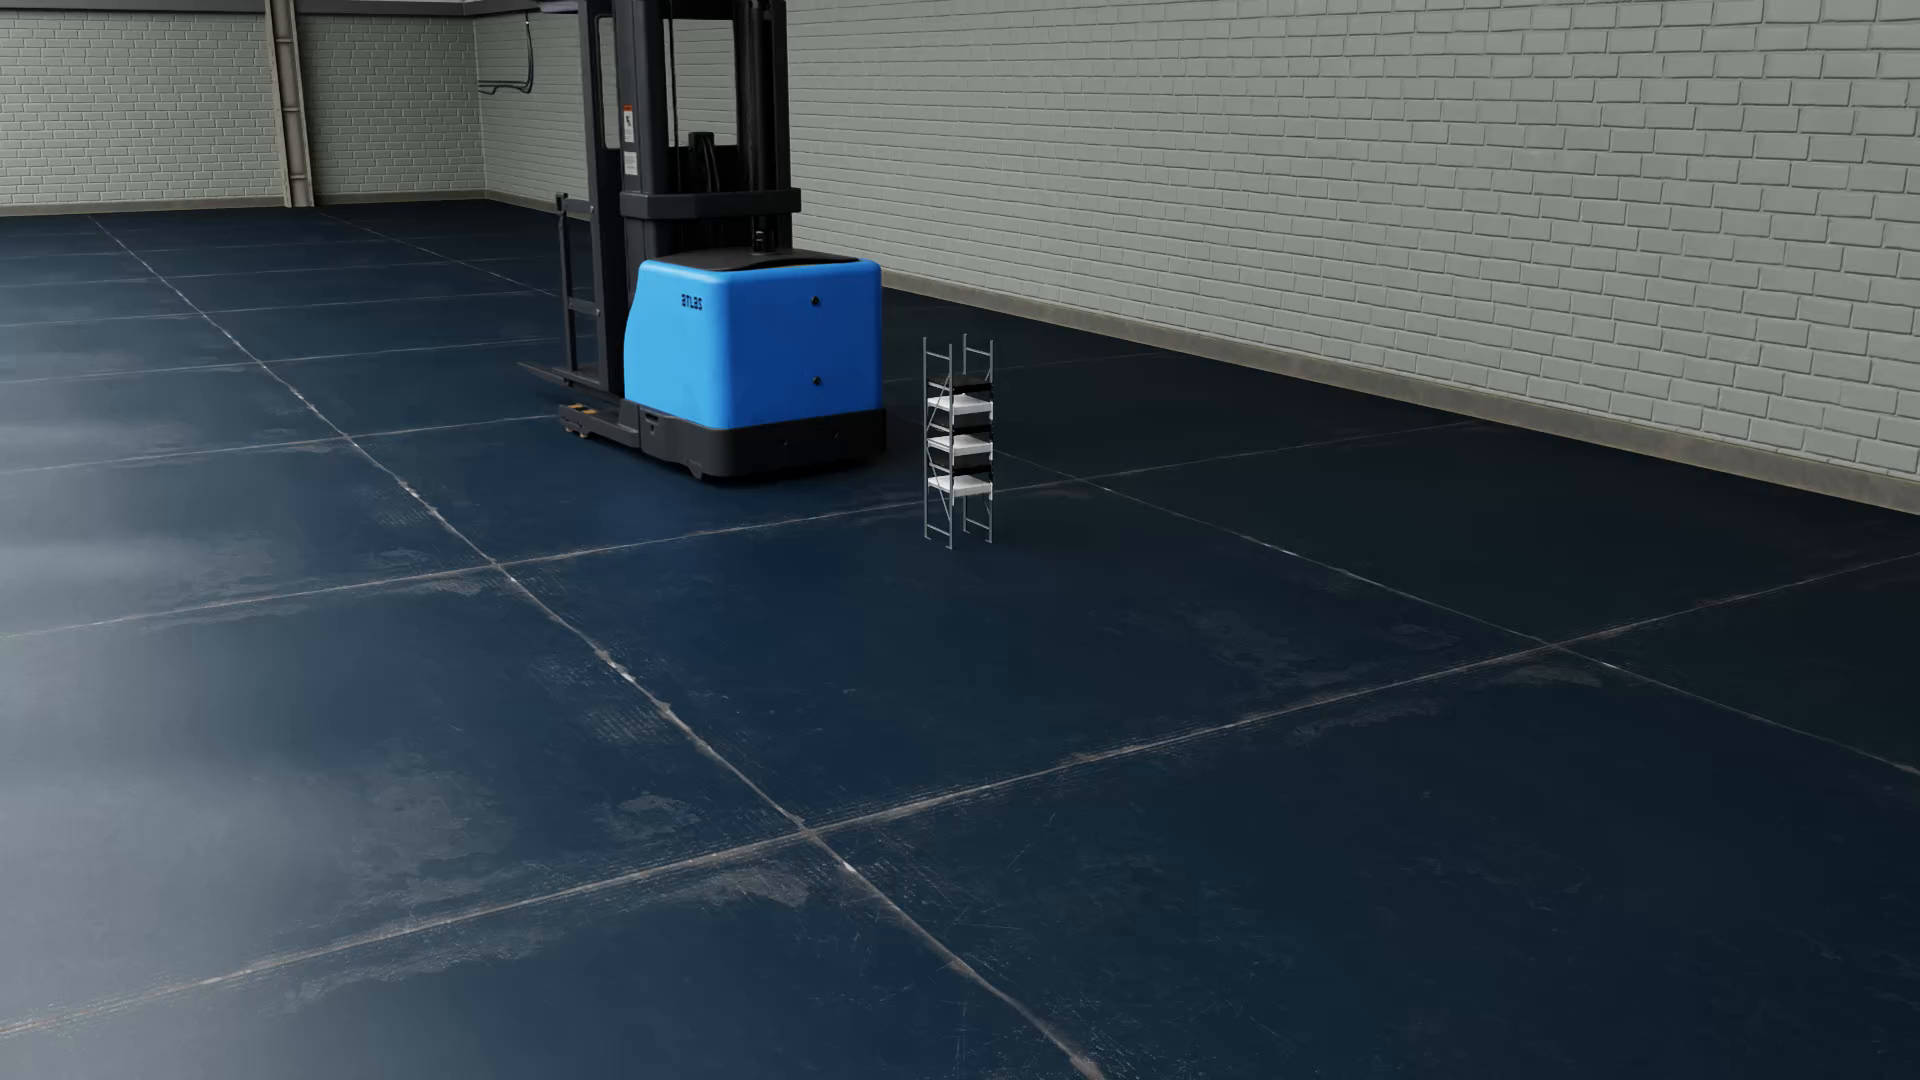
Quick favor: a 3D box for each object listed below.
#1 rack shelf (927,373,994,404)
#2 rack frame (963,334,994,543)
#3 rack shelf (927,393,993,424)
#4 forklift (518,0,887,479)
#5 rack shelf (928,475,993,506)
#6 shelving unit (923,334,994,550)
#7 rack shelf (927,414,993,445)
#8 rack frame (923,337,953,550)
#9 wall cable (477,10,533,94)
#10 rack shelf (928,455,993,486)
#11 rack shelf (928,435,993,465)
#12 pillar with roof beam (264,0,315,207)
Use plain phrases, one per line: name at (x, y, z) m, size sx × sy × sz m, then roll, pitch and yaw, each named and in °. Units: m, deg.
rack shelf at (-0.007, -0.660, 7.220) m, size 0.200 × 0.077 × 0.258 m, roll -9°, pitch 18°, yaw -30°
rack frame at (0.080, -0.446, 7.335) m, size 0.006 × 0.900 × 0.240 m, roll -9°, pitch 18°, yaw -30°
rack shelf at (-0.007, -0.573, 7.245) m, size 0.200 × 0.077 × 0.258 m, roll -9°, pitch 18°, yaw -30°
forklift at (-1.666, -2.057, 9.316) m, size 1.130 × 2.935 × 3.031 m, roll -11°, pitch 19°, yaw -35°
rack shelf at (-0.007, -0.227, 7.342) m, size 0.200 × 0.077 × 0.258 m, roll -9°, pitch 18°, yaw -30°
shelving unit at (-0.007, -0.432, 7.284) m, size 0.210 × 0.900 × 0.258 m, roll -9°, pitch 18°, yaw -30°
rack shelf at (-0.007, -0.487, 7.269) m, size 0.200 × 0.077 × 0.258 m, roll -9°, pitch 18°, yaw -30°
rack frame at (-0.094, -0.418, 7.234) m, size 0.006 × 0.900 × 0.240 m, roll -9°, pitch 18°, yaw -30°
wall cable at (-7.165, -8.185, 25.690) m, size 0.112 × 2.526 × 3.097 m, roll -9°, pitch 18°, yaw -30°
rack shelf at (-0.007, -0.313, 7.318) m, size 0.200 × 0.077 × 0.258 m, roll -9°, pitch 18°, yaw -30°
rack shelf at (-0.007, -0.400, 7.293) m, size 0.200 × 0.077 × 0.258 m, roll -9°, pitch 18°, yaw -30°
pillar with roof beam at (-8.154, -8.581, 21.348) m, size 0.400 × 9.000 × 9.100 m, roll -9°, pitch 18°, yaw -30°
